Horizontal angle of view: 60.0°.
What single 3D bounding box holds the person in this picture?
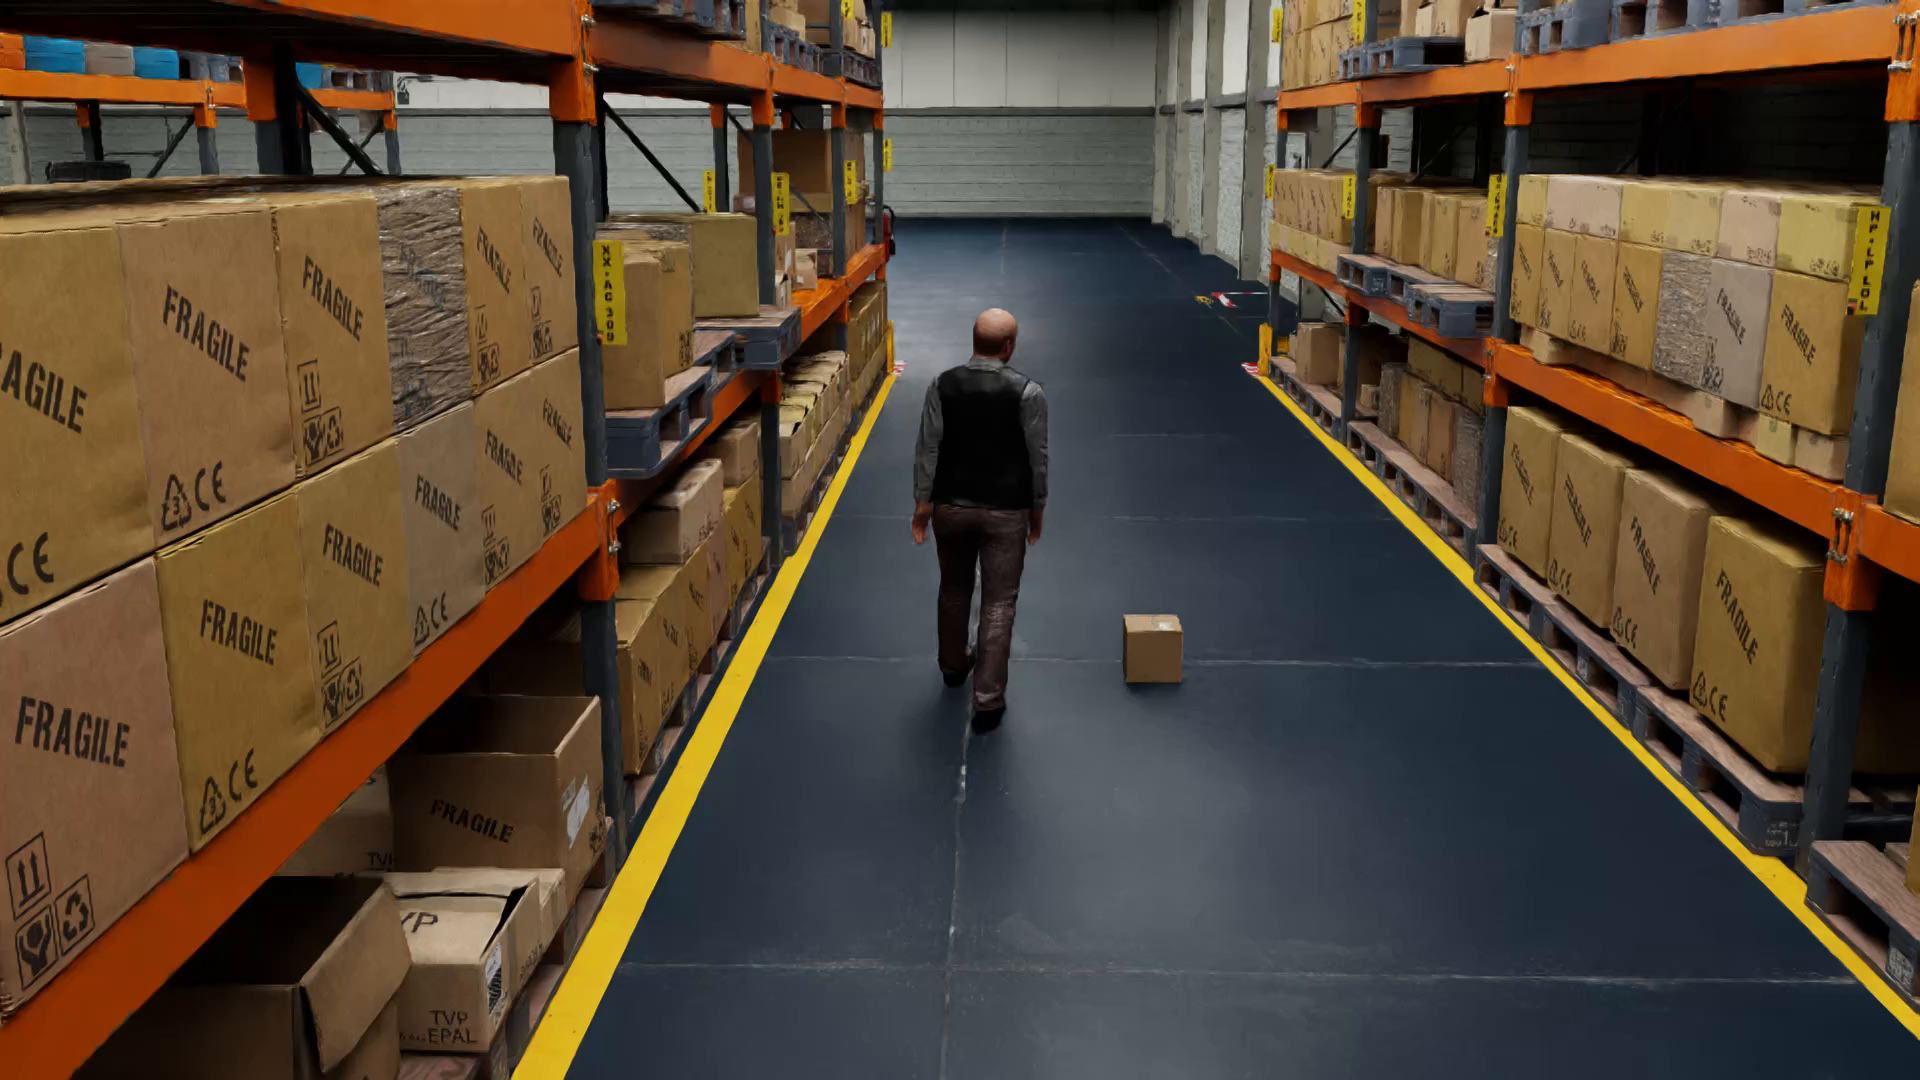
[{"bbox_3d":[0.107,-0.135,7.087,0.568,1.704,0.784,4,14,17],"label":"person"}]
